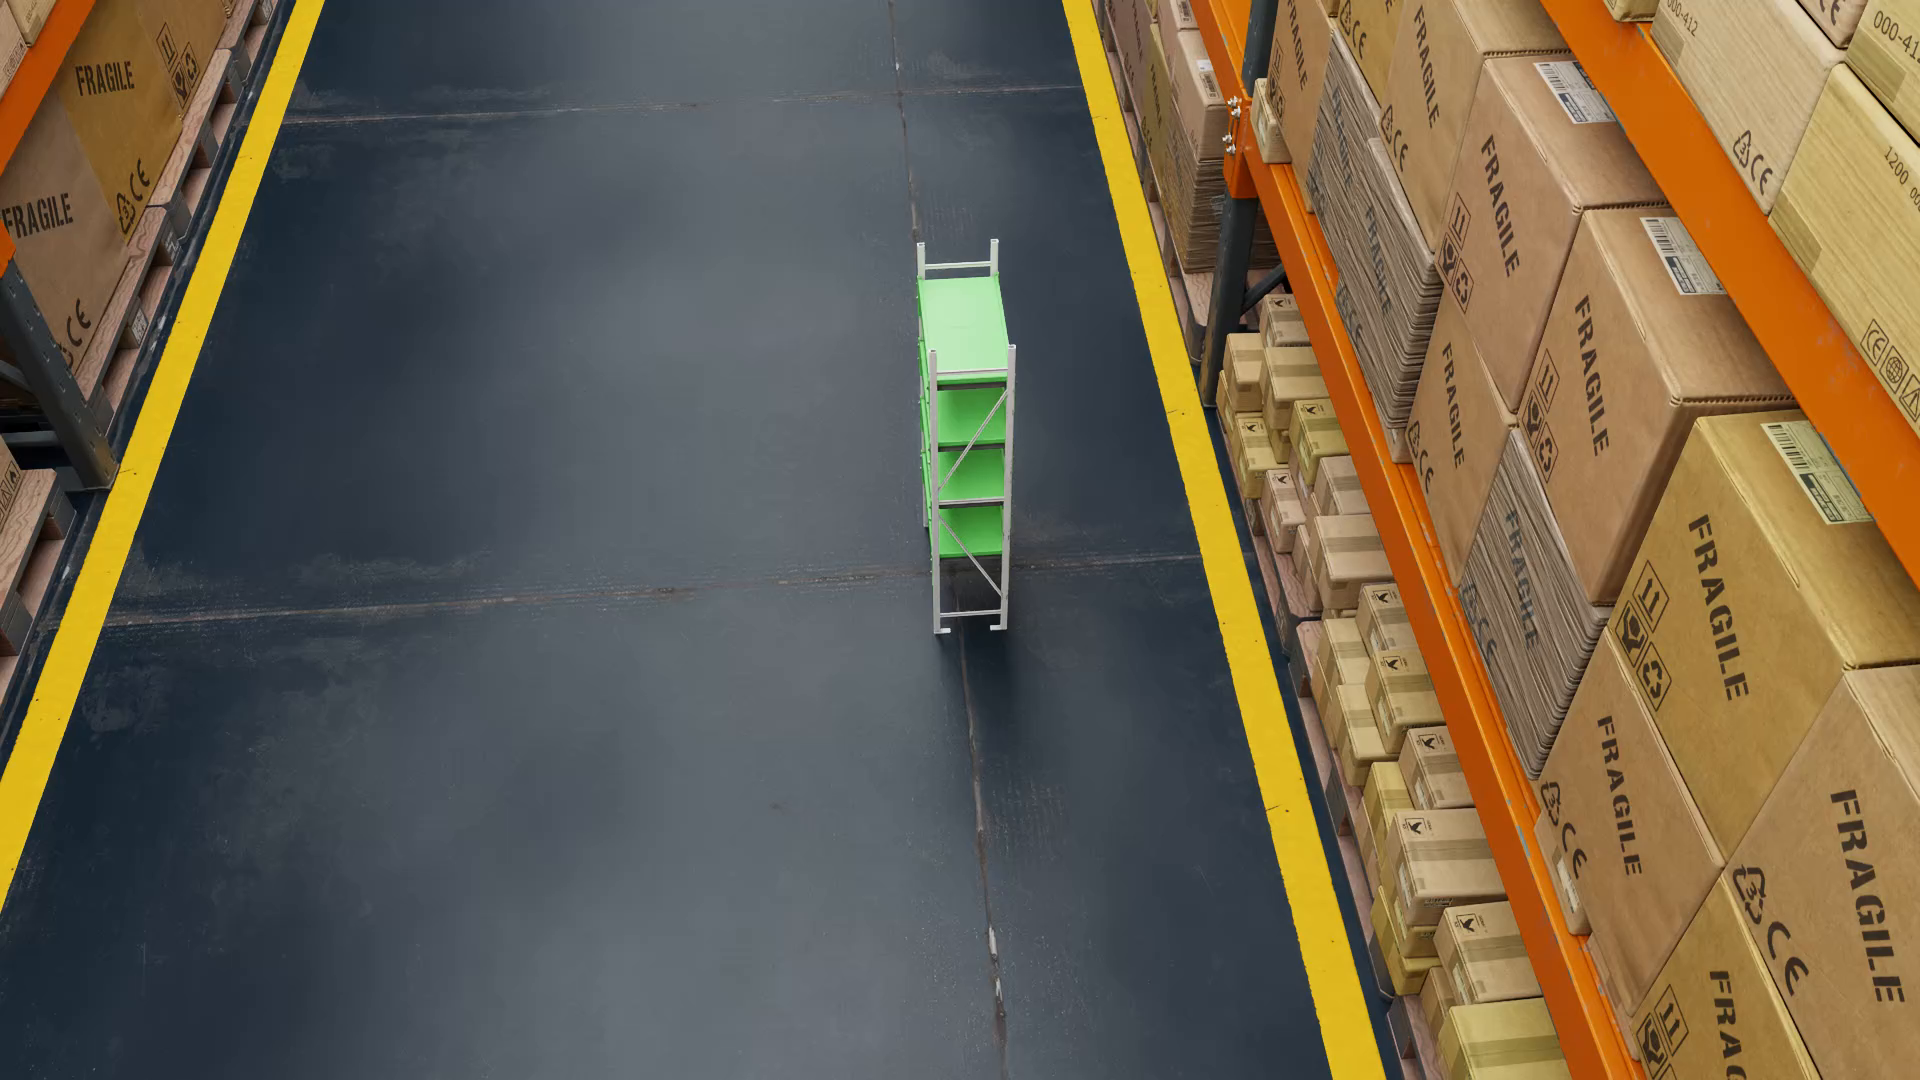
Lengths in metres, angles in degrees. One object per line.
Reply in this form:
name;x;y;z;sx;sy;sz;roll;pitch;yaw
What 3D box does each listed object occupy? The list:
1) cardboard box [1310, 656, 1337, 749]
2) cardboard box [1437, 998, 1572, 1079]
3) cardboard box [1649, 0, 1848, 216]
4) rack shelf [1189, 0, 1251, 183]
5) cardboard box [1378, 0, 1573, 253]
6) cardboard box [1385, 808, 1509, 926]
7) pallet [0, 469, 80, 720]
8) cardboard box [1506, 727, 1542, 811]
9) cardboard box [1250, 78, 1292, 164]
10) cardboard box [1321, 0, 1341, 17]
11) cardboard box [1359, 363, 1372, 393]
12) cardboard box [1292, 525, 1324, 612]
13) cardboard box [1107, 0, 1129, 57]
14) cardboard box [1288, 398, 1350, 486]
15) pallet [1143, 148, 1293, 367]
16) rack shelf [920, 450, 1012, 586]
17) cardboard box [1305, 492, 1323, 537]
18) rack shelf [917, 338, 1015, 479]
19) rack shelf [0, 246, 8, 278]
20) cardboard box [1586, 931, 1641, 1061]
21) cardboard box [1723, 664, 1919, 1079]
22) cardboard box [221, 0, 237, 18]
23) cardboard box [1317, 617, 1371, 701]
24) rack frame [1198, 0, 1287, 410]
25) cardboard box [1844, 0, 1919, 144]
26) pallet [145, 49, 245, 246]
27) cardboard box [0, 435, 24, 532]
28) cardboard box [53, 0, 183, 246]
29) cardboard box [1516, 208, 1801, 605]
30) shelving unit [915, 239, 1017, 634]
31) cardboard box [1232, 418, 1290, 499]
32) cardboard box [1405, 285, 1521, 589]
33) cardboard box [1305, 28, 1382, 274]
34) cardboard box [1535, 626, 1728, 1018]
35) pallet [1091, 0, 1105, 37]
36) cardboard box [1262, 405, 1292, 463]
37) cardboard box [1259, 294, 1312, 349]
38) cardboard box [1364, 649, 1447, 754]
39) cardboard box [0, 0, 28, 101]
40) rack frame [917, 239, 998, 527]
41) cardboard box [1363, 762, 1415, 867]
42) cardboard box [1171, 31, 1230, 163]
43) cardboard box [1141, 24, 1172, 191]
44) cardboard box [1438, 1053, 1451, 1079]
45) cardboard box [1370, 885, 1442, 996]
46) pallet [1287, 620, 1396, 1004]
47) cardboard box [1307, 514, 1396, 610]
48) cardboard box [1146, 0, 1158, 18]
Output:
cardboard box;1.263;0.461;4.921;0.380;0.149;0.250;-5;47;-4
cardboard box;1.329;1.199;3.813;0.380;0.149;0.250;-4;47;-4
cardboard box;1.358;-0.721;2.404;0.500;0.250;0.500;-2;47;-2
rack shelf;1.236;-2.793;6.825;1.077;0.370;4.000;-3;47;-3
cardboard box;1.268;-0.992;3.662;0.500;0.500;0.500;-3;47;-3
cardboard box;1.293;0.817;4.175;0.380;0.149;0.250;-2;47;-2
pallet;-3.535;0.294;5.326;1.003;0.211;1.213;-3;47;-3
cardboard box;1.372;0.430;3.450;0.380;0.149;0.250;-5;47;-5
cardboard box;1.101;-1.283;5.072;0.380;0.149;0.250;-2;47;-2
cardboard box;1.198;-1.733;4.363;0.500;0.500;0.500;-2;47;-2
cardboard box;1.244;-0.527;4.356;0.380;0.149;0.250;-3;47;-3
cardboard box;1.279;0.075;5.287;0.380;0.149;0.250;-4;47;-4
cardboard box;0.967;-2.511;7.494;0.500;0.500;0.500;-5;47;-4
cardboard box;1.260;-0.318;5.249;0.380;0.149;0.250;-4;47;-4
pallet;1.337;-1.198;6.739;1.003;0.211;1.213;-3;47;-3
rack shelf;0.014;-0.084;5.422;0.258;0.148;0.480;-3;47;-3
cardboard box;1.301;-0.031;5.183;0.380;0.149;0.250;-6;47;-5
rack shelf;0.014;-0.414;5.073;0.258;0.148;0.480;-3;47;-3
rack shelf;-3.354;0.475;3.730;1.077;0.370;4.000;-3;47;-3
cardboard box;1.410;0.805;3.094;0.380;0.149;0.250;-4;47;-4
cardboard box;1.452;0.504;2.245;0.500;0.500;0.500;-4;47;-4
cardboard box;-3.881;-3.023;7.721;0.875;0.875;0.875;-4;47;-4
cardboard box;1.259;0.356;4.817;0.380;0.149;0.250;-4;47;-4
rack frame;1.403;-1.594;5.193;1.000;3.000;0.127;-3;47;-3
cardboard box;1.402;-0.539;1.888;0.500;0.250;0.500;-5;47;-4
pallet;-3.766;-1.699;7.214;1.003;0.211;1.213;-3;47;-3
cardboard box;-3.575;-0.022;5.181;0.875;0.438;0.875;-4;47;-4
cardboard box;-3.736;-1.730;6.497;0.875;0.875;0.875;-2;47;-2
cardboard box;1.357;-0.238;2.947;0.500;0.500;0.500;-1;47;-1
shelving unit;0.014;-0.293;5.201;0.258;1.200;0.503;-3;47;-3
cardboard box;1.136;-0.282;5.626;0.380;0.149;0.250;-2;47;-2
cardboard box;1.323;-0.246;3.644;0.500;0.500;0.500;-1;47;-1
cardboard box;1.242;-0.999;4.357;0.500;0.500;0.500;-3;47;-3
cardboard box;1.406;0.481;2.955;0.500;0.500;0.500;-4;47;-4
pallet;1.132;-2.963;8.411;1.003;0.211;1.213;-3;47;-3
cardboard box;1.225;-0.401;5.533;0.380;0.149;0.250;-3;47;-3
cardboard box;1.226;-0.701;5.612;0.380;0.149;0.250;-2;47;-2
cardboard box;1.331;0.432;4.540;0.380;0.149;0.250;-3;47;-3
cardboard box;-3.295;-1.503;5.210;0.500;0.250;0.500;-4;47;-4
rack frame;-0.007;-0.469;5.368;0.240;1.200;0.015;-3;47;-3
cardboard box;1.305;0.733;4.459;0.380;0.149;0.250;-1;47;-1
cardboard box;1.089;-1.660;6.172;0.500;0.250;0.500;-5;47;-4
cardboard box;1.048;-1.770;6.793;0.500;0.500;0.500;-4;47;-4
cardboard box;1.364;1.293;3.928;0.380;0.149;0.250;-5;47;-5
cardboard box;1.310;1.033;4.380;0.380;0.149;0.250;-5;47;-5
pallet;1.600;0.734;4.910;1.003;0.211;1.213;-3;47;-3
cardboard box;1.244;0.059;4.893;0.380;0.149;0.250;-3;47;-2
cardboard box;1.001;-2.414;6.886;0.500;0.250;0.500;-5;47;-5
